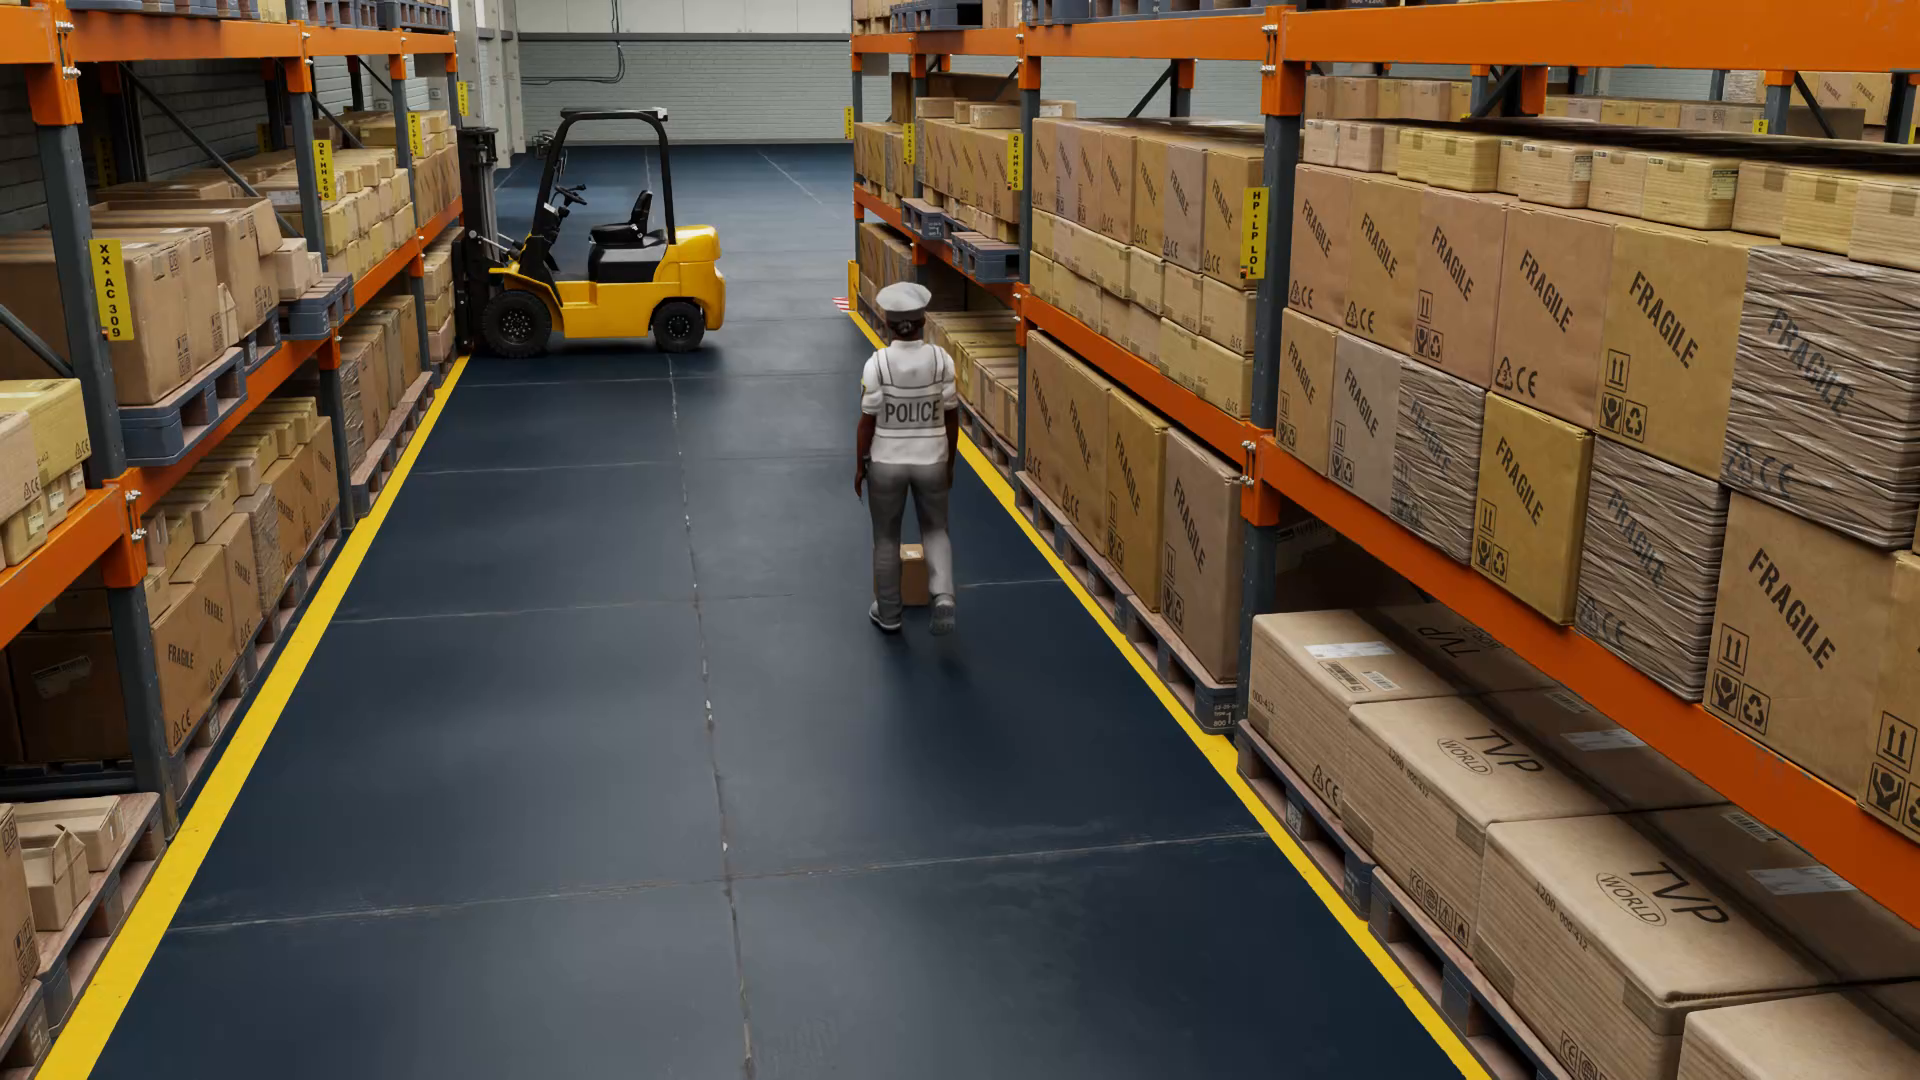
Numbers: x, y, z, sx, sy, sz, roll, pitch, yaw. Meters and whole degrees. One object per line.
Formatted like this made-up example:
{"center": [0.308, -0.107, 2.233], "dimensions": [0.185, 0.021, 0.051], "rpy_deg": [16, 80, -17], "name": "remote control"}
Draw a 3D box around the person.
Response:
{"center": [-0.249, -0.357, 7.655], "dimensions": [0.471, 1.660, 0.675], "rpy_deg": [-4, 17, -13], "name": "person"}
